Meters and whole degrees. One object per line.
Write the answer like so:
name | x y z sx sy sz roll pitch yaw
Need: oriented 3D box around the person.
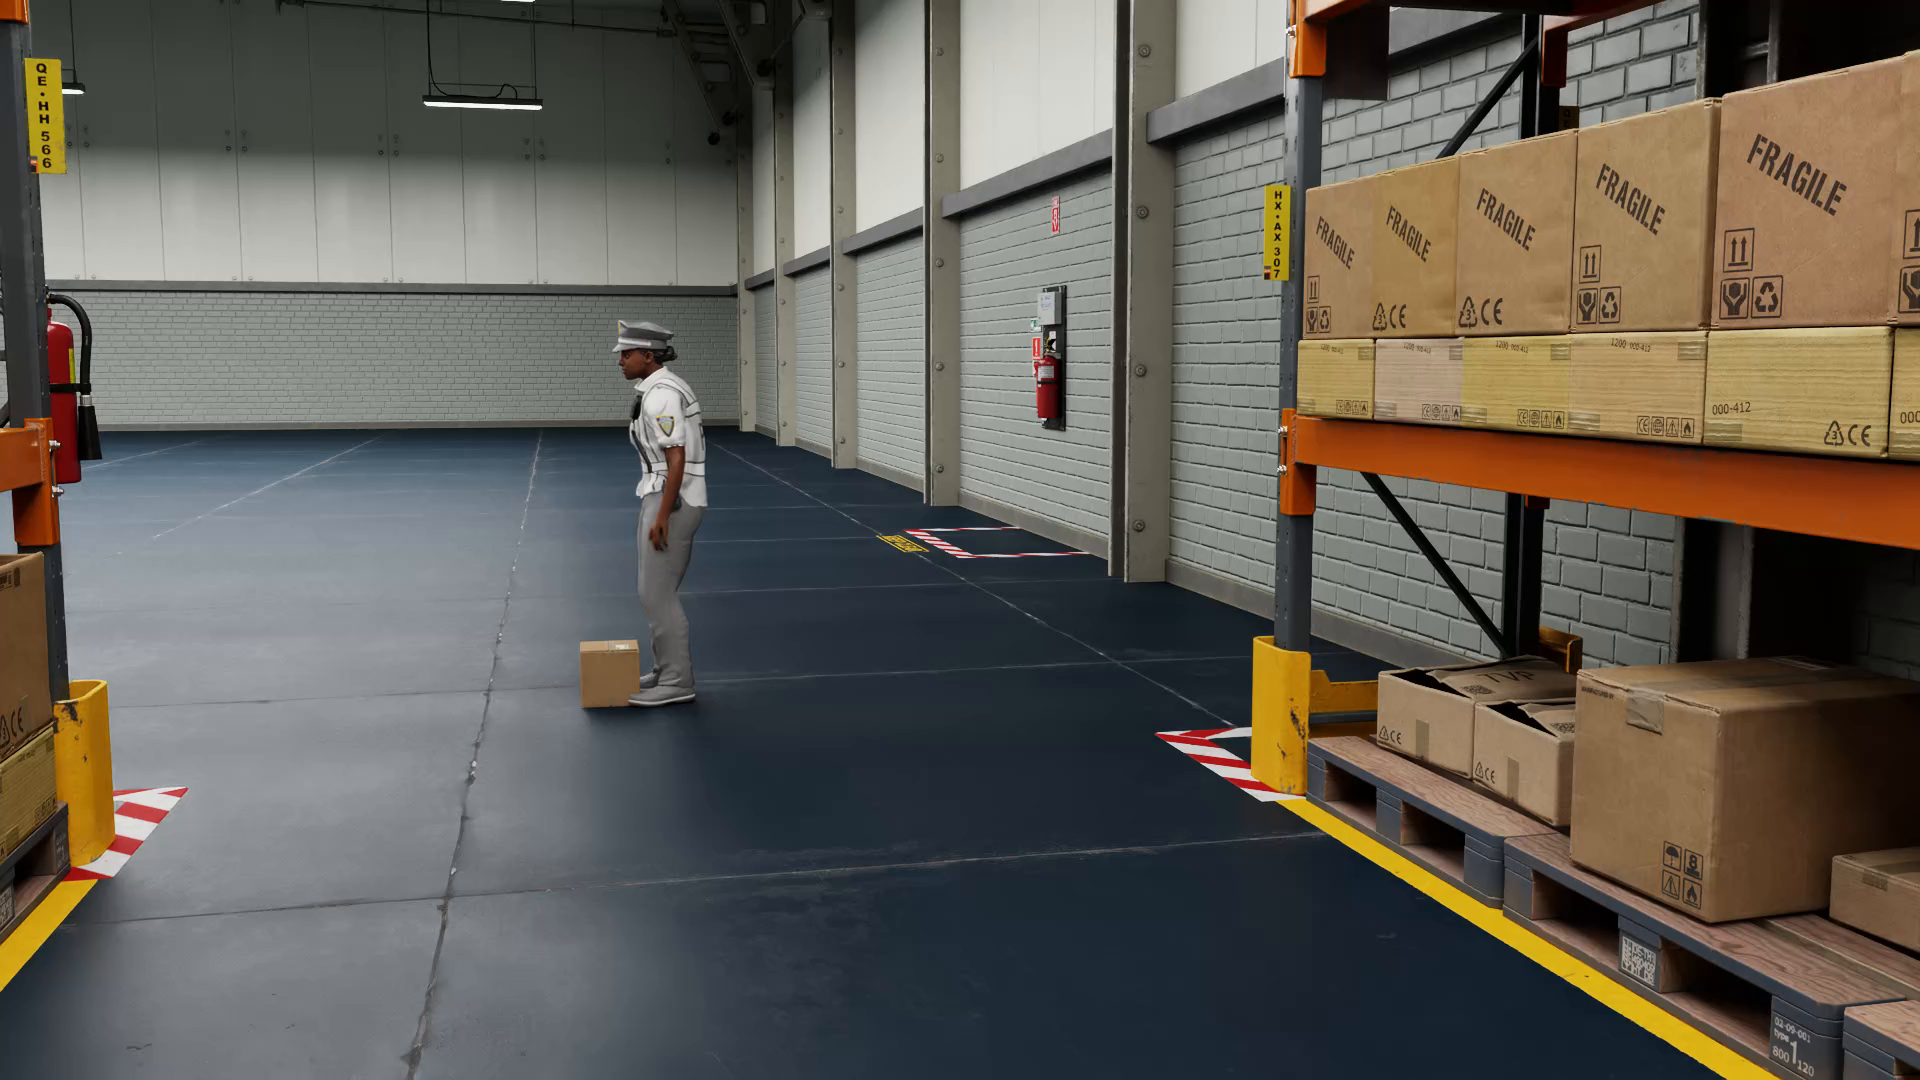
person | -1.311 -0.123 7.289 0.391 1.664 0.532 -2 7 -17
